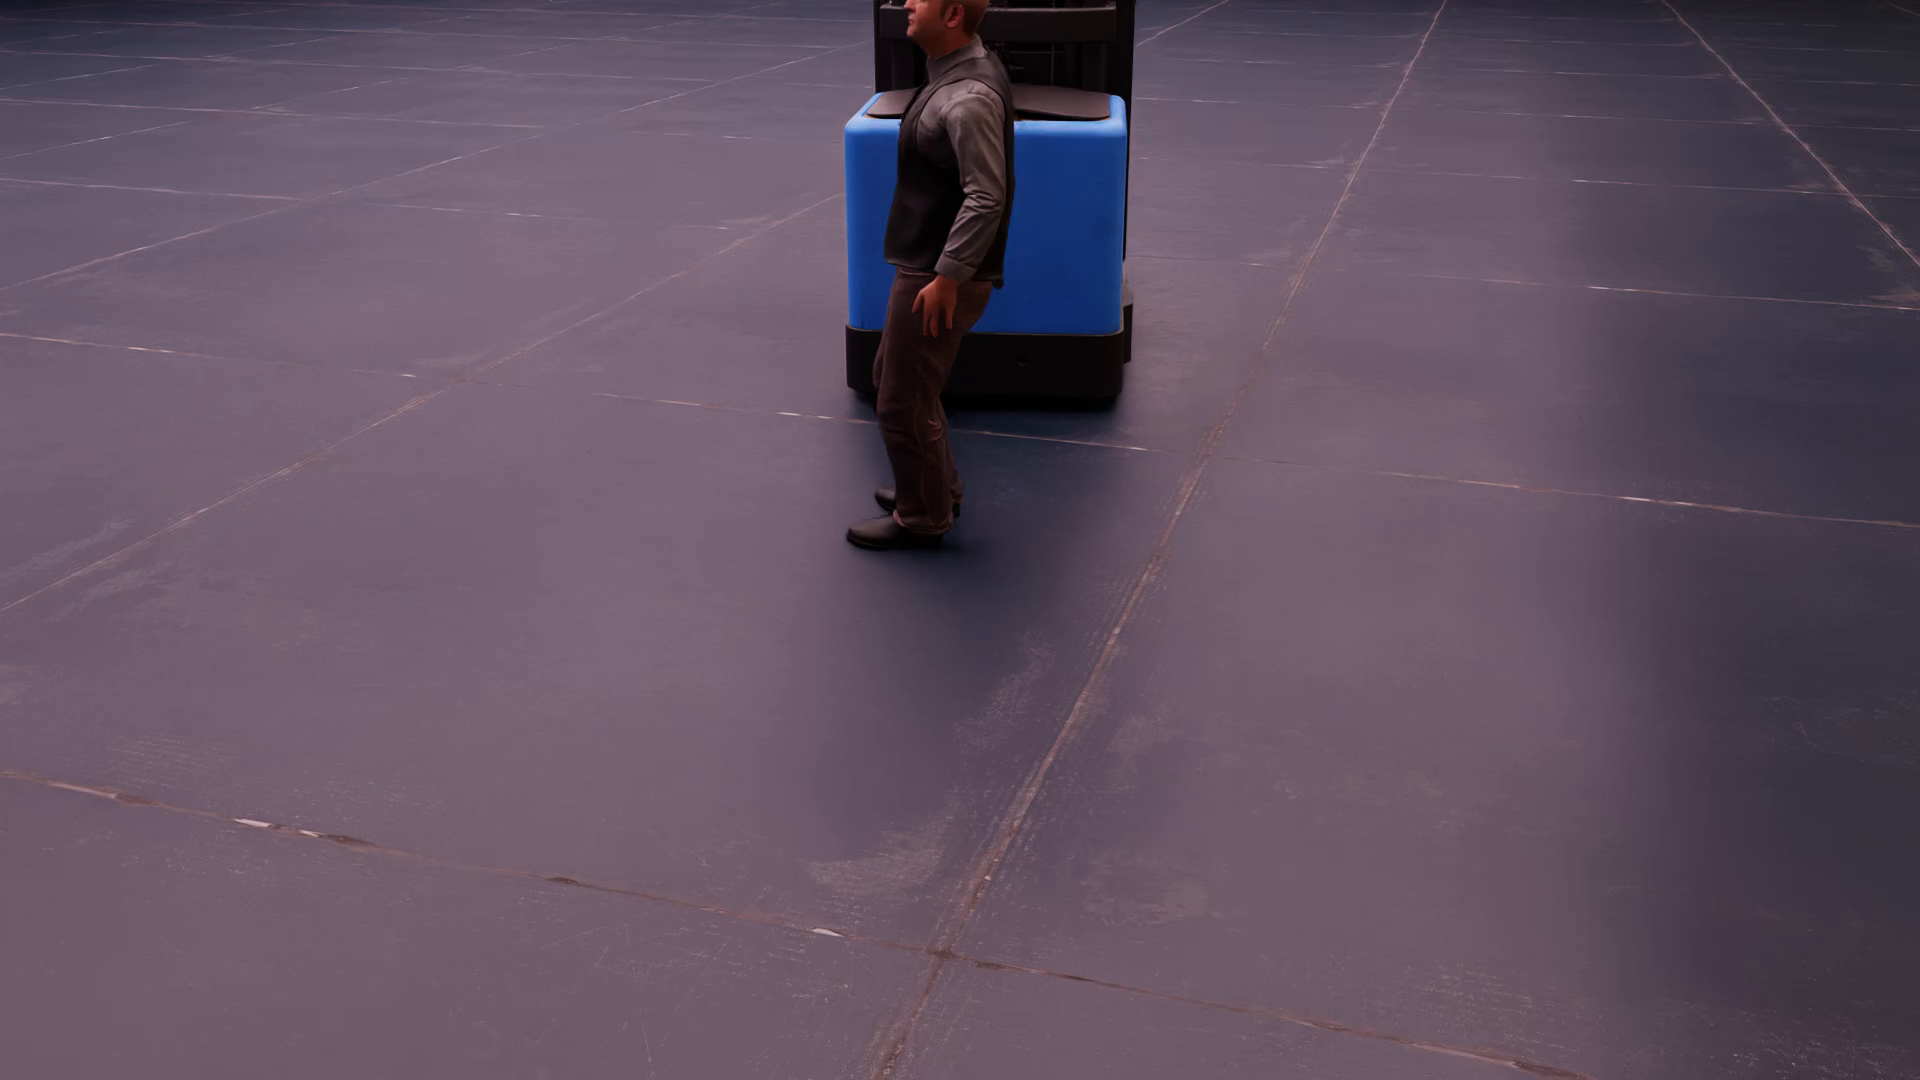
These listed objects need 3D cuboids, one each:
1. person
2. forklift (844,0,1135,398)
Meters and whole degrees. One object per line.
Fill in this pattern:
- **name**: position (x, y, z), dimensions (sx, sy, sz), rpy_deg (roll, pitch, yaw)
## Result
- **person**: position (-0.096, -0.778, 4.808), dimensions (0.504, 1.711, 0.712), rpy_deg (1, 22, 1)
- **forklift**: position (0.205, -2.409, 7.115), dimensions (1.130, 2.935, 3.031), rpy_deg (2, 23, 4)
